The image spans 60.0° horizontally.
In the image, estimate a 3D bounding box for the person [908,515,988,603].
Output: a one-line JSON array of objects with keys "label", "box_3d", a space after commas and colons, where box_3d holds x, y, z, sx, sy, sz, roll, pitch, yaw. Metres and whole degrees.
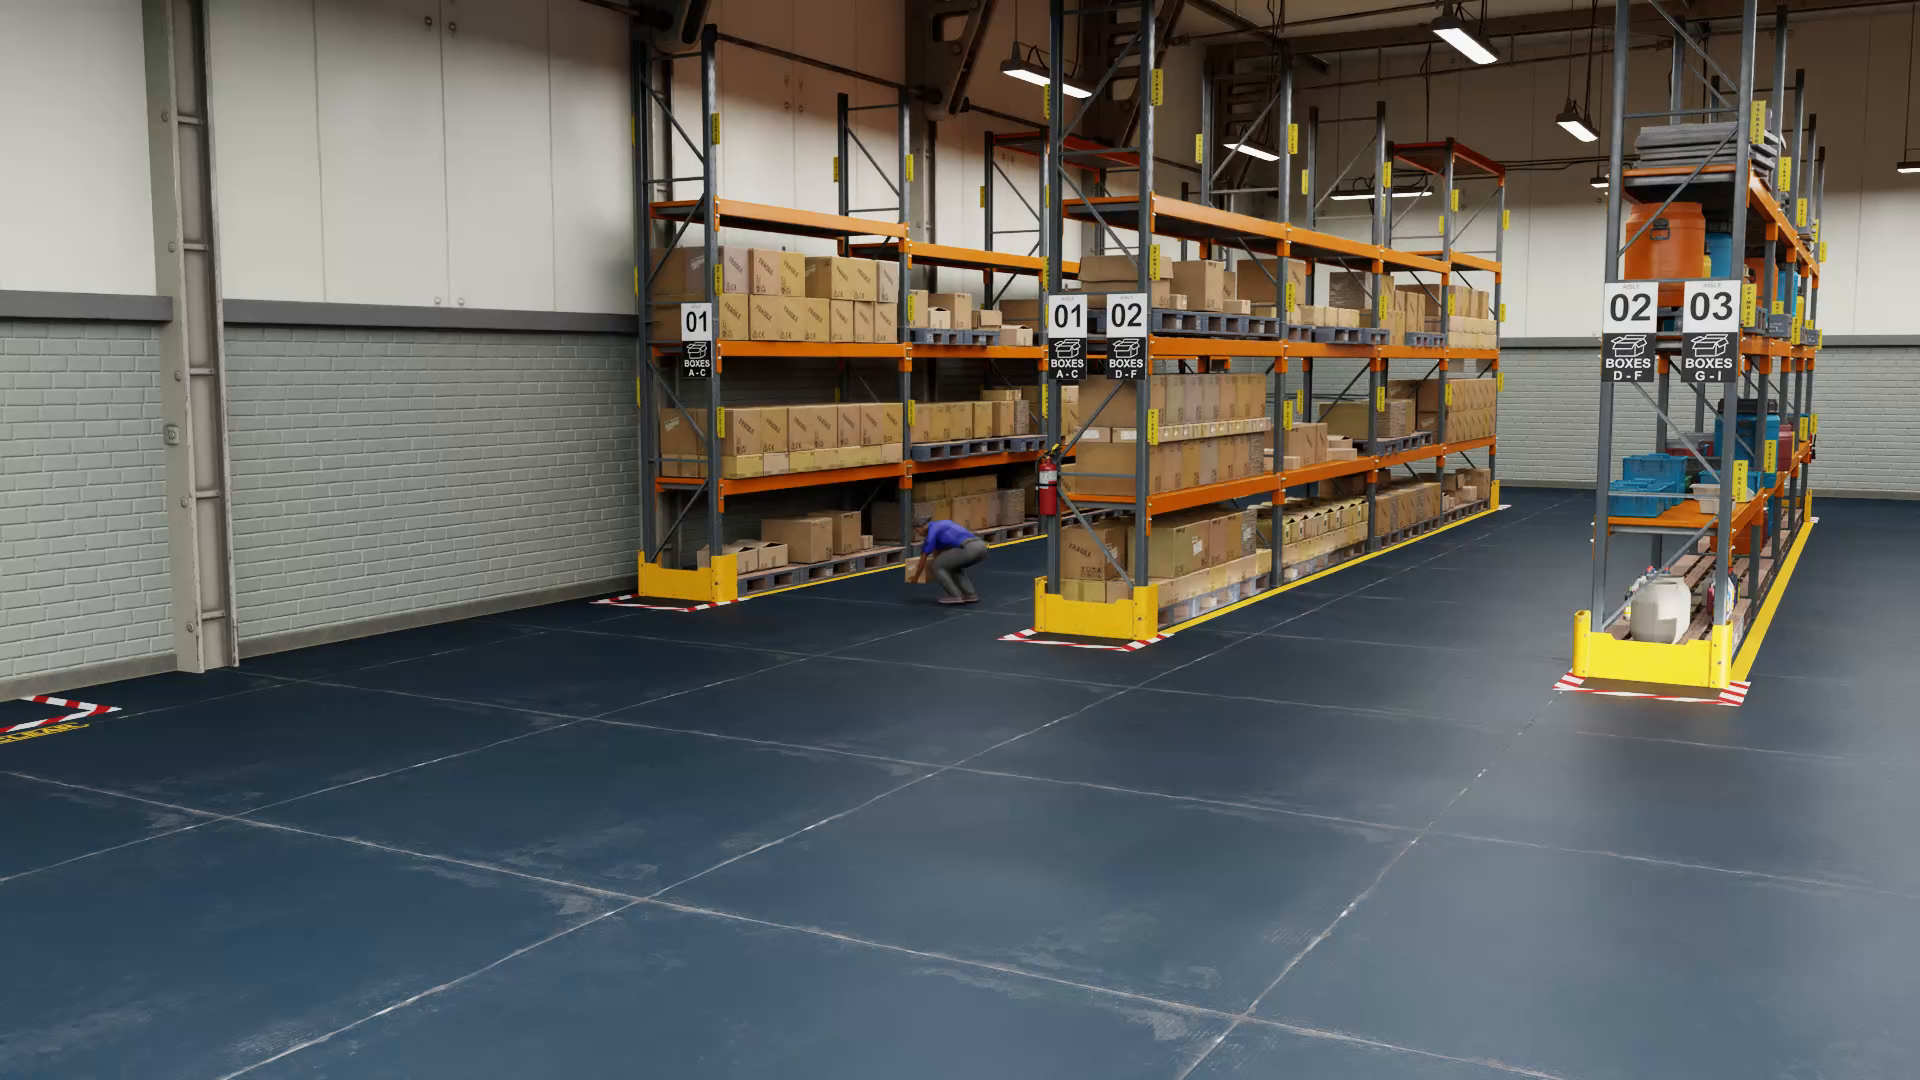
[{"label": "person", "box_3d": [-0.127, 0.205, 17.902, 0.856, 0.941, 0.454, 3, 7, 27]}]
